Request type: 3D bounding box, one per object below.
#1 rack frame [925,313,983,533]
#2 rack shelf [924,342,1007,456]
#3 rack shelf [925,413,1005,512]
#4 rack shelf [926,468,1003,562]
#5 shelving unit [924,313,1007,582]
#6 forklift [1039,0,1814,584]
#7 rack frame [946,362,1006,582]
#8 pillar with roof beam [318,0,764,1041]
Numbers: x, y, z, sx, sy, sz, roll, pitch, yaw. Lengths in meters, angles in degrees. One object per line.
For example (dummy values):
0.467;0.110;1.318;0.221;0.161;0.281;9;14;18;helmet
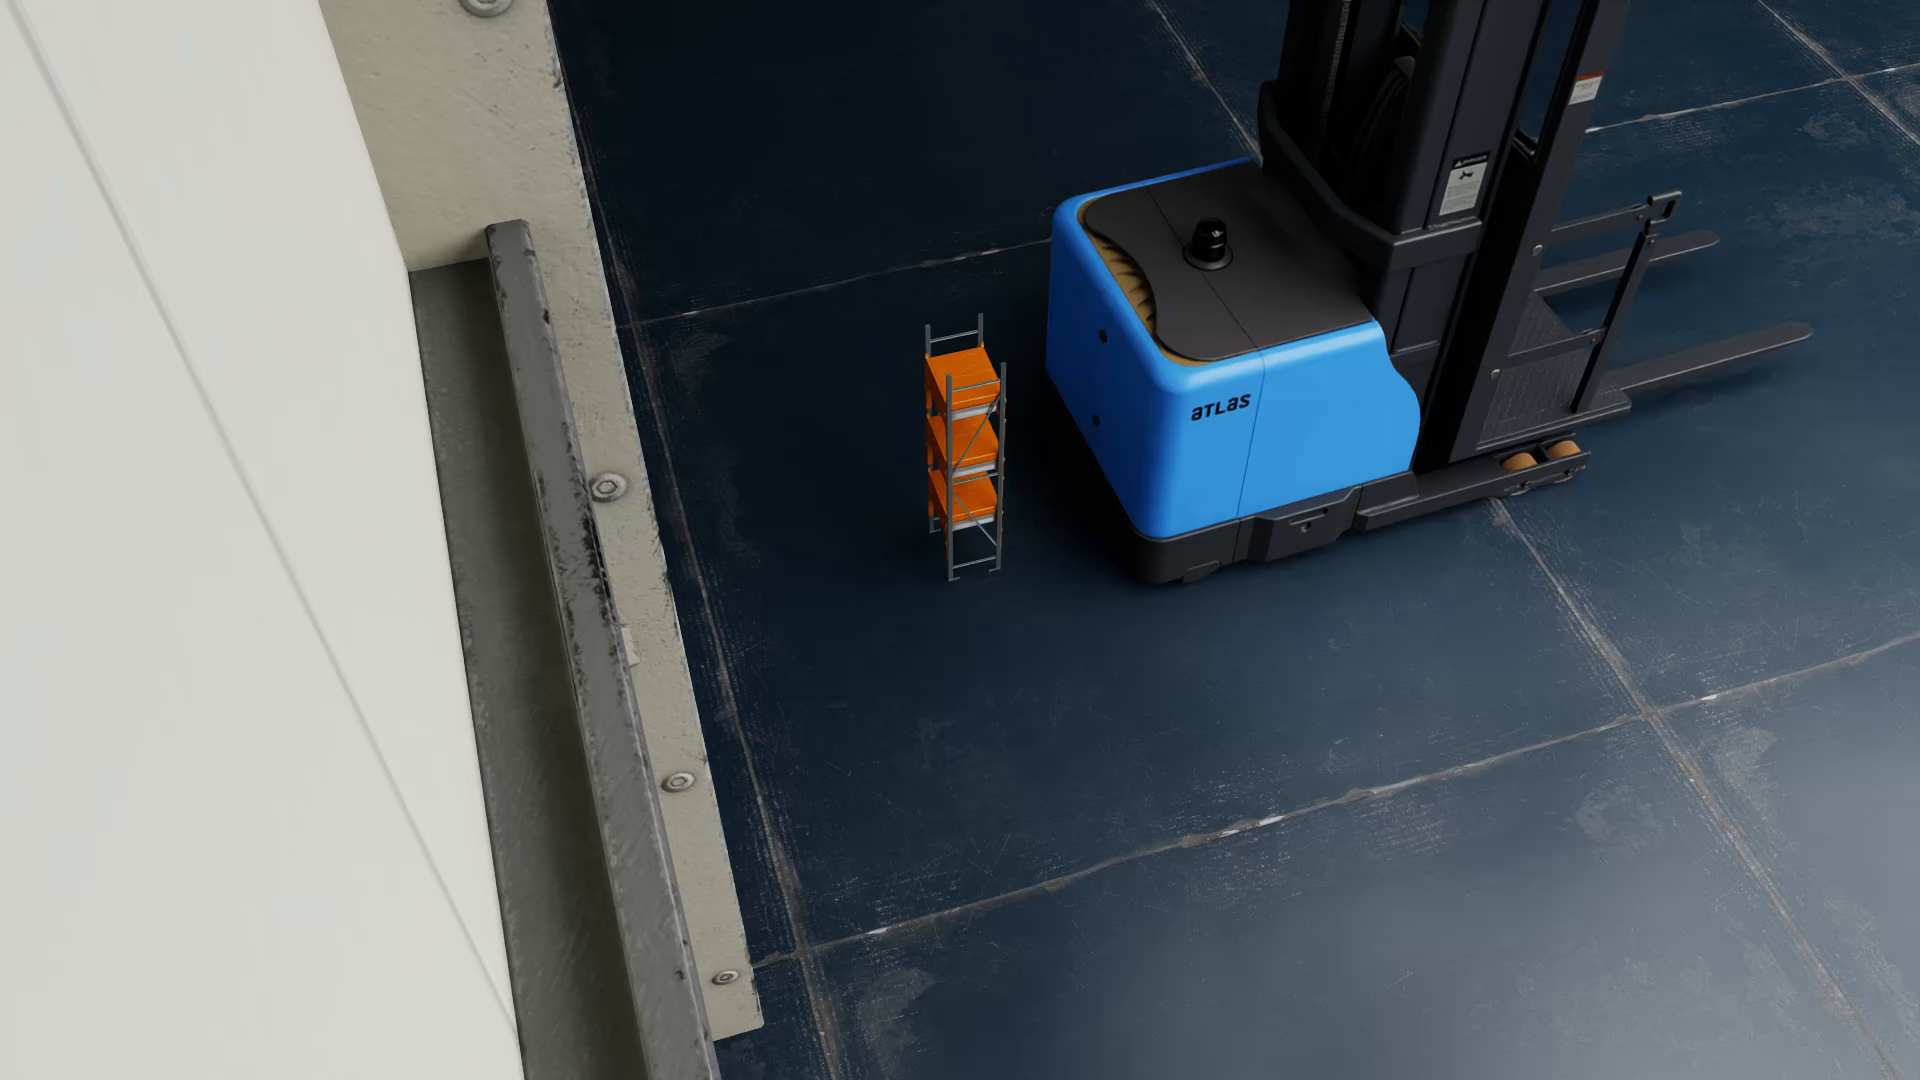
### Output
-0.020;-0.388;5.891;0.200;1.050;0.008;-13;51;-11;rack frame
0.016;-0.475;5.607;0.215;0.259;0.240;-13;51;-11;rack shelf
0.016;-0.292;5.824;0.215;0.259;0.240;-13;51;-11;rack shelf
0.016;-0.113;6.036;0.215;0.259;0.240;-13;51;-11;rack shelf
0.016;-0.299;5.816;0.215;1.050;0.252;-13;51;-11;shelving unit
1.886;-1.484;5.584;3.031;2.935;1.130;-15;52;-13;forklift
0.052;-0.210;5.741;0.200;1.050;0.008;-13;51;-11;rack frame
3.317;-2.519;2.487;9.100;9.000;0.400;-13;51;-11;pillar with roof beam
